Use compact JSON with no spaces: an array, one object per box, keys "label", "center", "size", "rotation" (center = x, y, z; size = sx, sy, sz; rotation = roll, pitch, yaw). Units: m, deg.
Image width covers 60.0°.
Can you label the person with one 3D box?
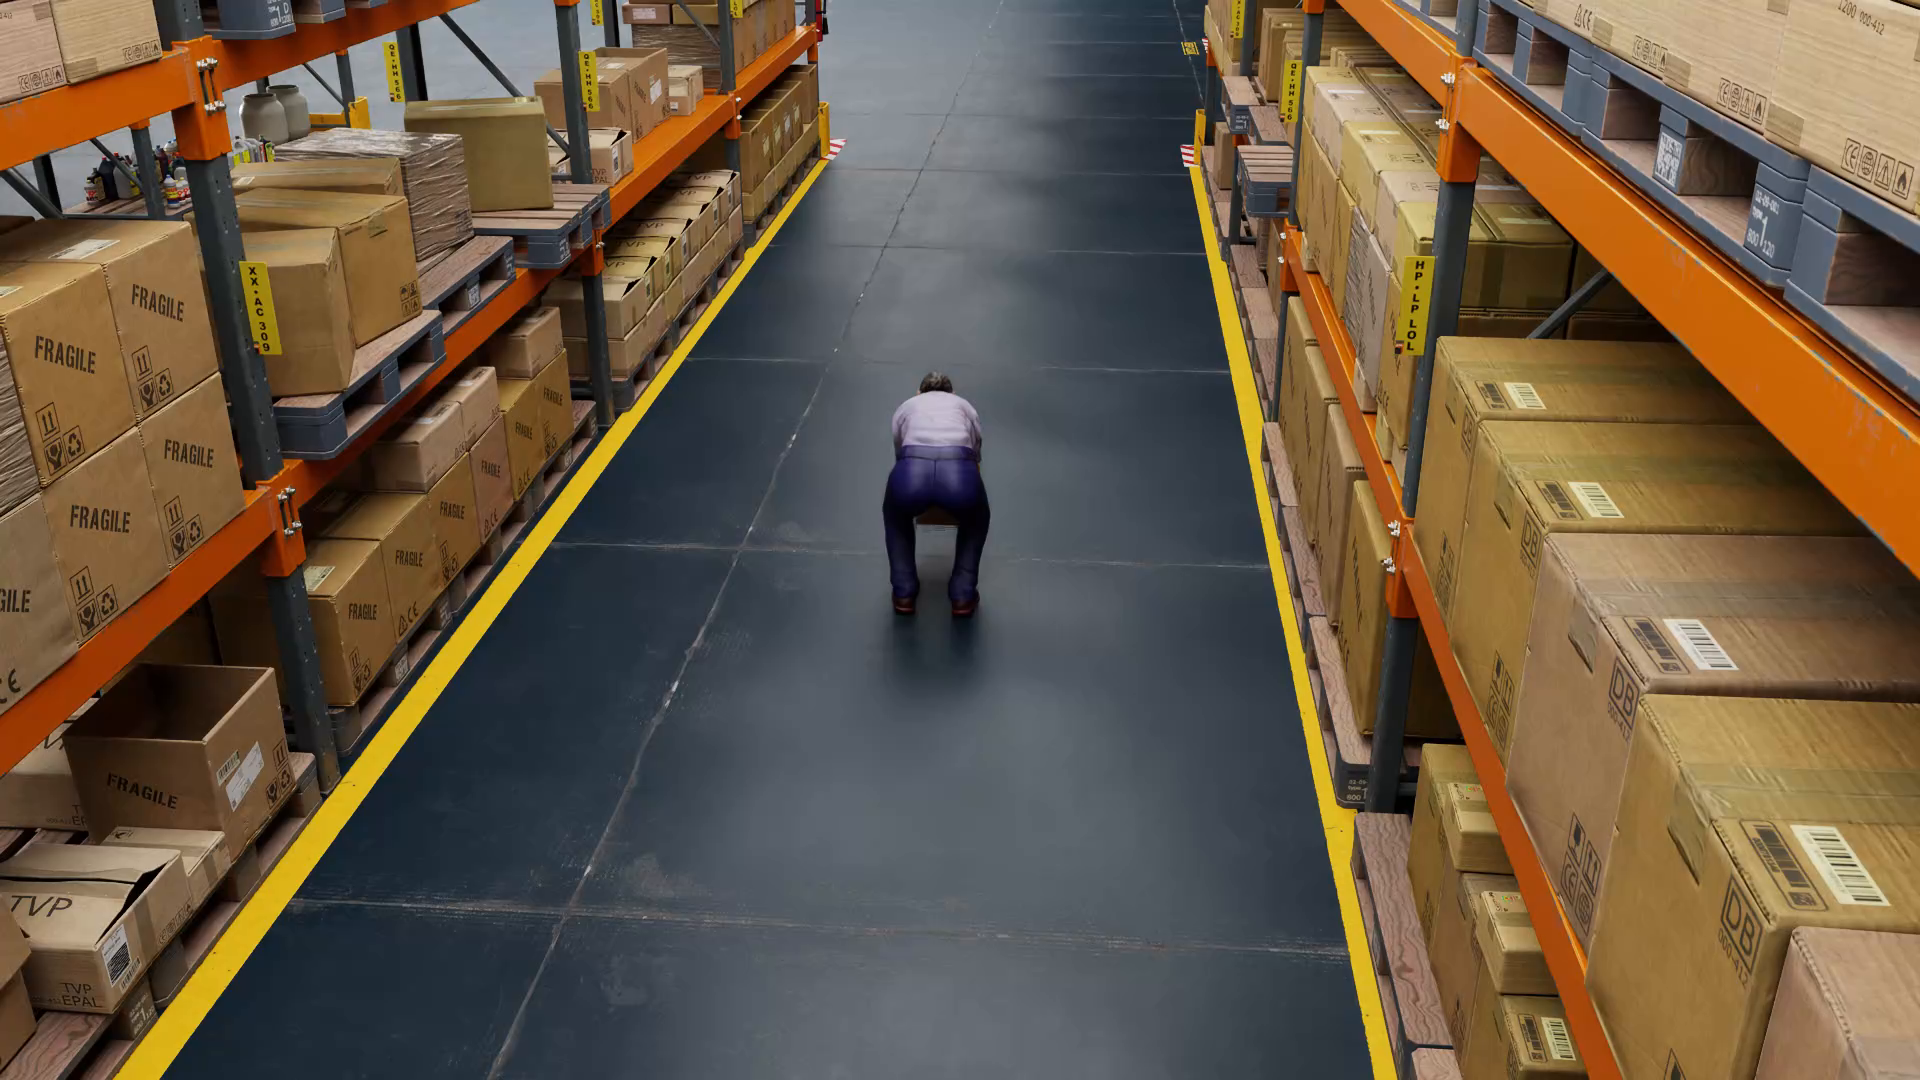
[{"label":"person","center":[-0.111,-0.212,7.868],"size":[0.515,0.998,0.893],"rotation":[1,25,2]}]
